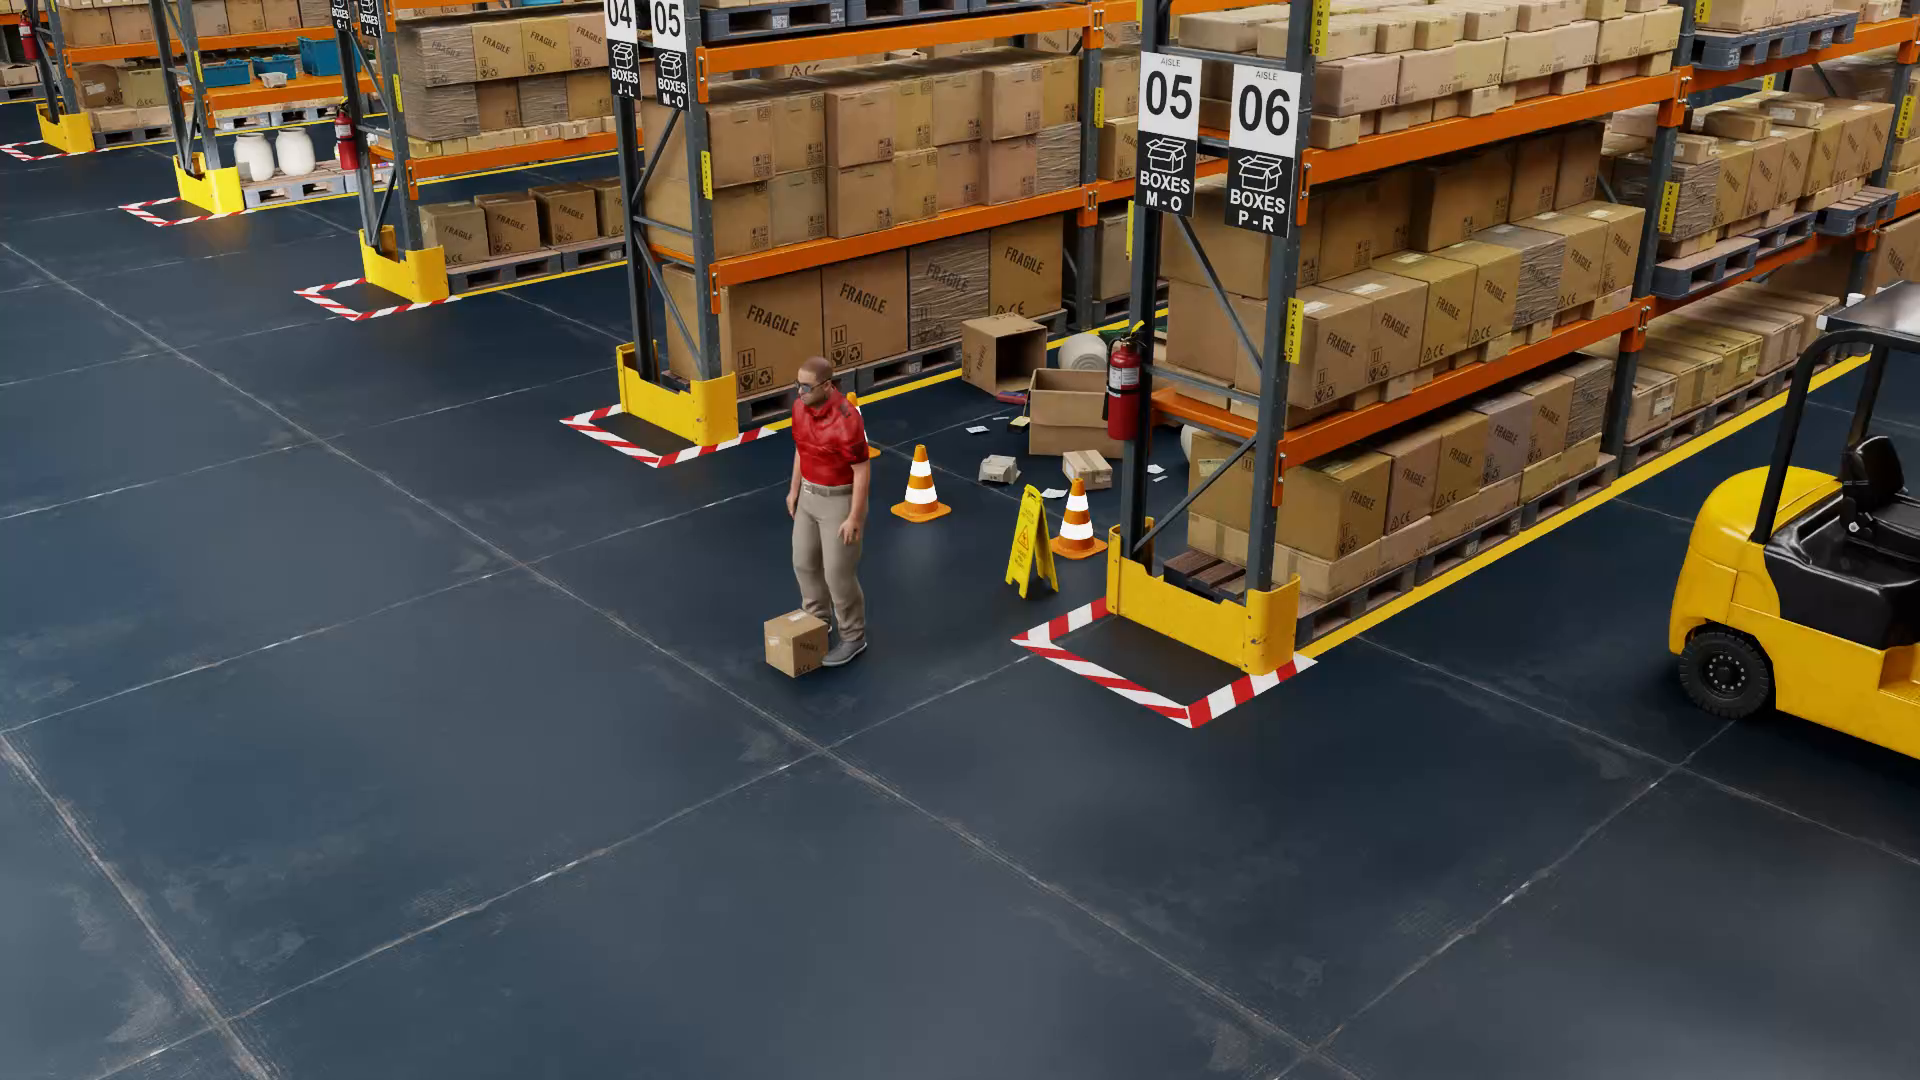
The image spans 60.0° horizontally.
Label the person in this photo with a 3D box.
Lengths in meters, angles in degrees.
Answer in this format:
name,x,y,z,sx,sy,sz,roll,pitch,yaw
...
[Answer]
name,x,y,z,sx,sy,sz,roll,pitch,yaw
person,-0.723,-0.182,9.025,0.396,1.726,0.586,-21,31,-38
